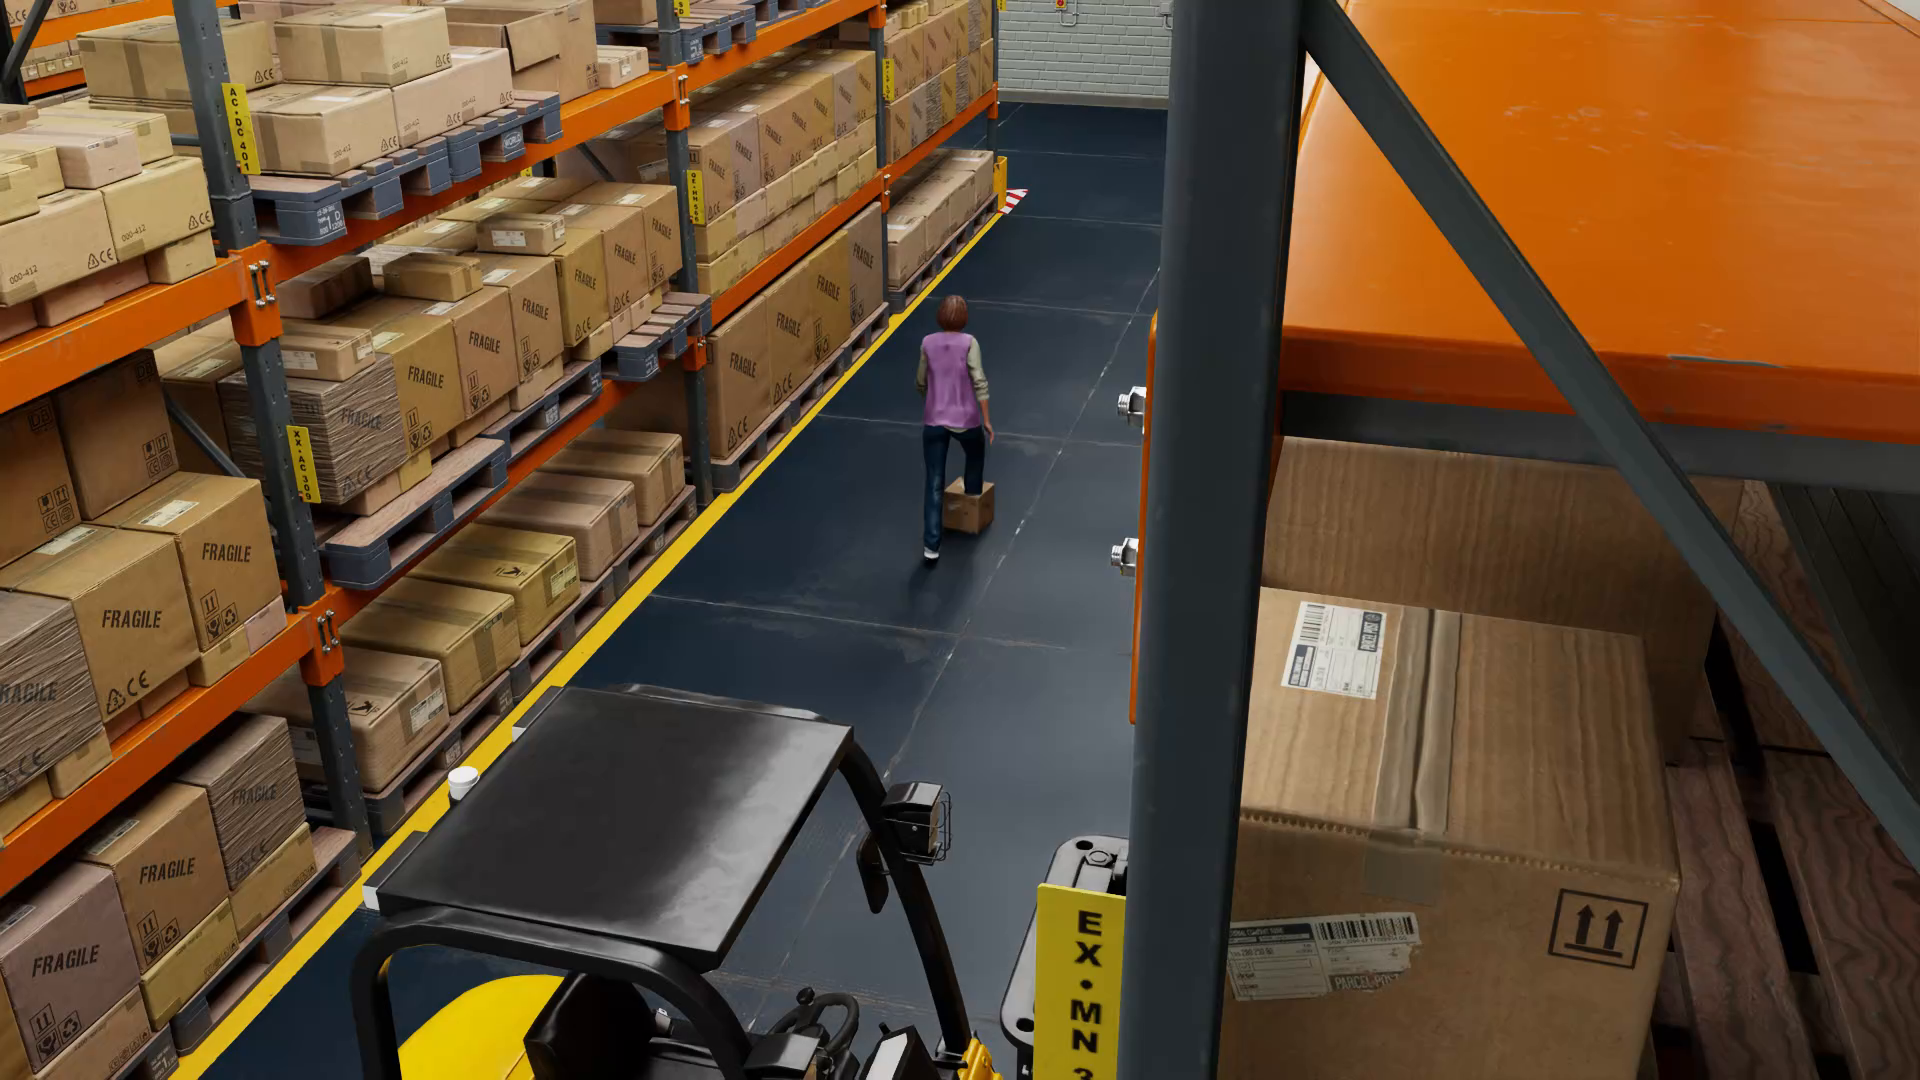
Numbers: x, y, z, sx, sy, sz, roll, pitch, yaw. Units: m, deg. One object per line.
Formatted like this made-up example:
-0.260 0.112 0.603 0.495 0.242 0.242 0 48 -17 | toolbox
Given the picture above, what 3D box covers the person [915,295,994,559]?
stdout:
-0.032 -0.697 10.152 0.520 1.536 0.855 4 26 8 | person
